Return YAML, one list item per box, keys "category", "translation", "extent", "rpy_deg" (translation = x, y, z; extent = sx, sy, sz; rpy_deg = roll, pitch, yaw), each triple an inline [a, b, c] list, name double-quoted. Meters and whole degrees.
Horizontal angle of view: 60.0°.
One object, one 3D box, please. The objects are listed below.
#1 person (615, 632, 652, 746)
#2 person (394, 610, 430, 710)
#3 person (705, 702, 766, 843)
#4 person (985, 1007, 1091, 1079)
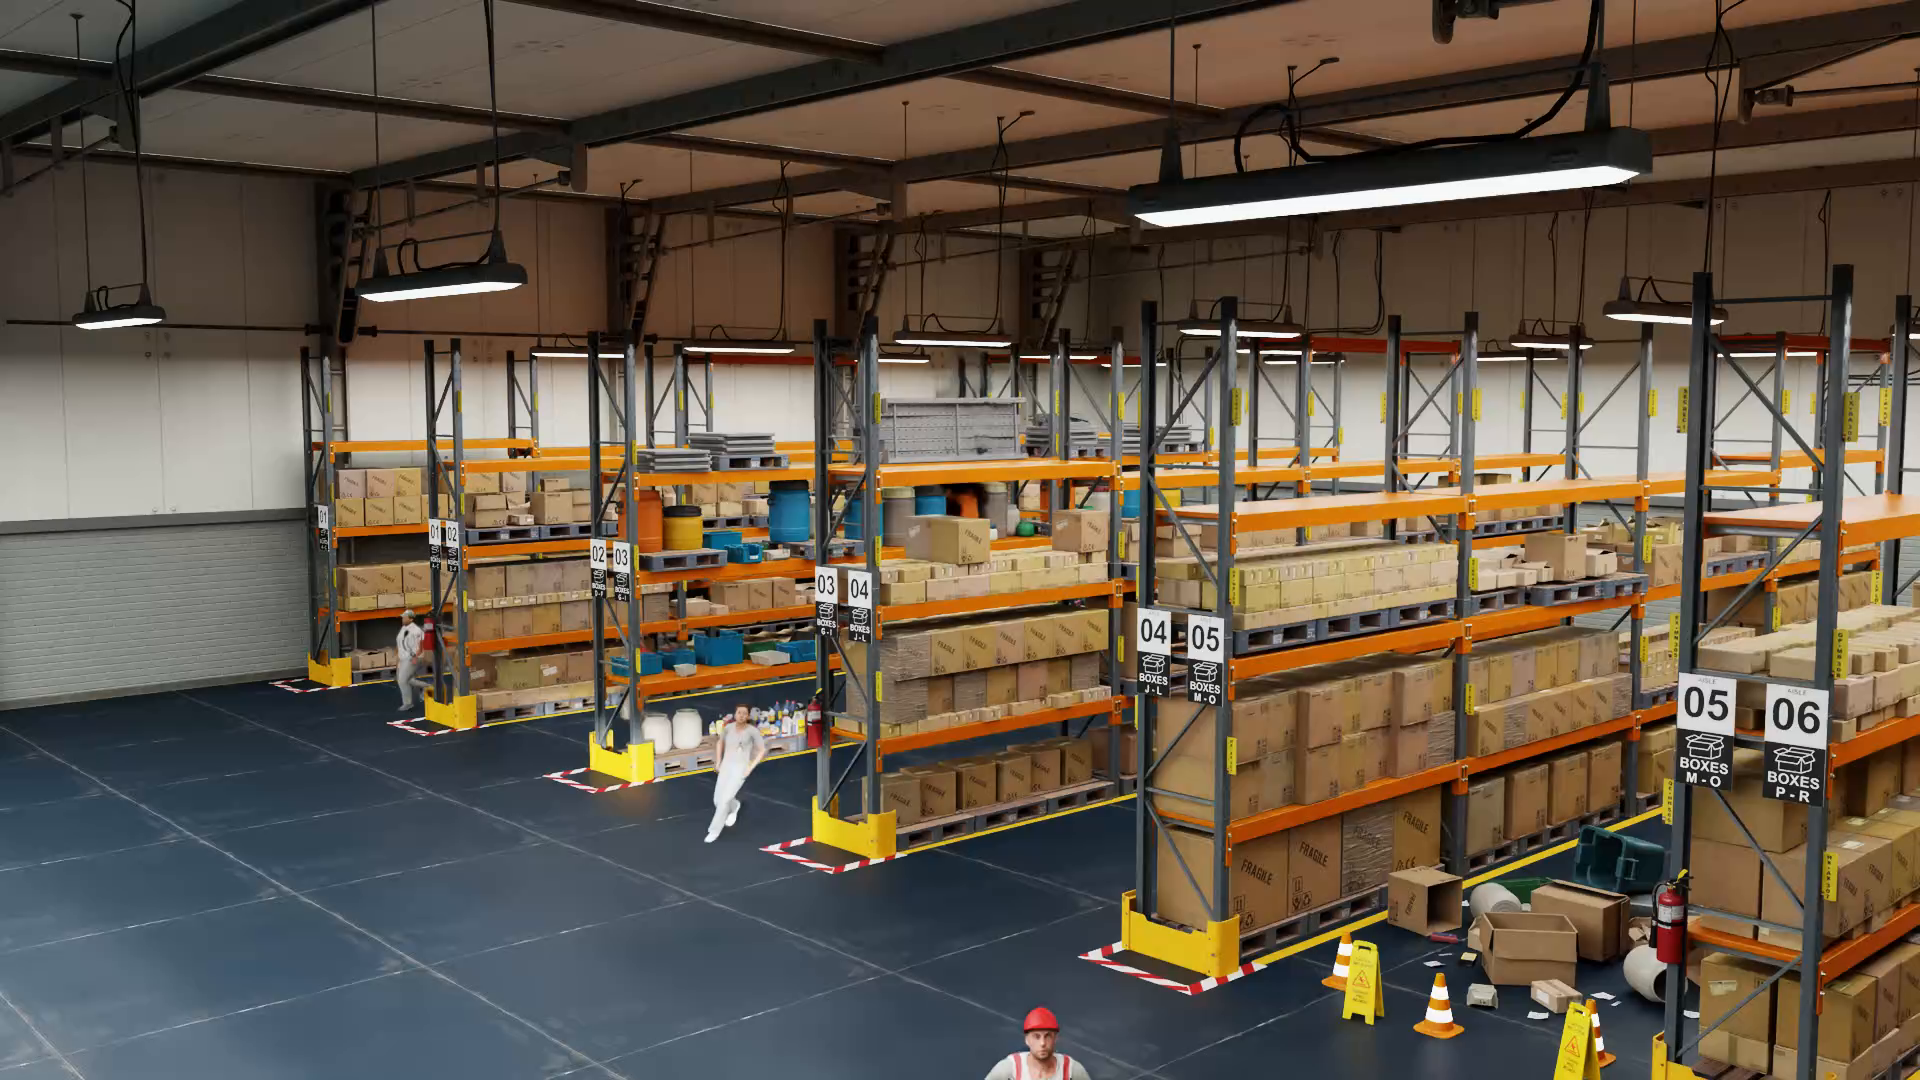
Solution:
- category: "person"
  translation: [-4.734, 2.180, 24.506]
  extent: [0.664, 1.681, 0.602]
  rpy_deg: [3, 6, 35]
- category: "person"
  translation: [-9.011, 1.962, 27.358]
  extent: [0.598, 1.647, 0.641]
  rpy_deg: [-4, 6, -38]
- category: "person"
  translation: [-2.563, 2.673, 19.338]
  extent: [0.640, 1.613, 0.683]
  rpy_deg: [1, 5, 16]
- category: "person"
  translation: [0.447, 3.480, 9.312]
  extent: [0.657, 1.735, 0.594]
  rpy_deg: [0, 5, -3]
